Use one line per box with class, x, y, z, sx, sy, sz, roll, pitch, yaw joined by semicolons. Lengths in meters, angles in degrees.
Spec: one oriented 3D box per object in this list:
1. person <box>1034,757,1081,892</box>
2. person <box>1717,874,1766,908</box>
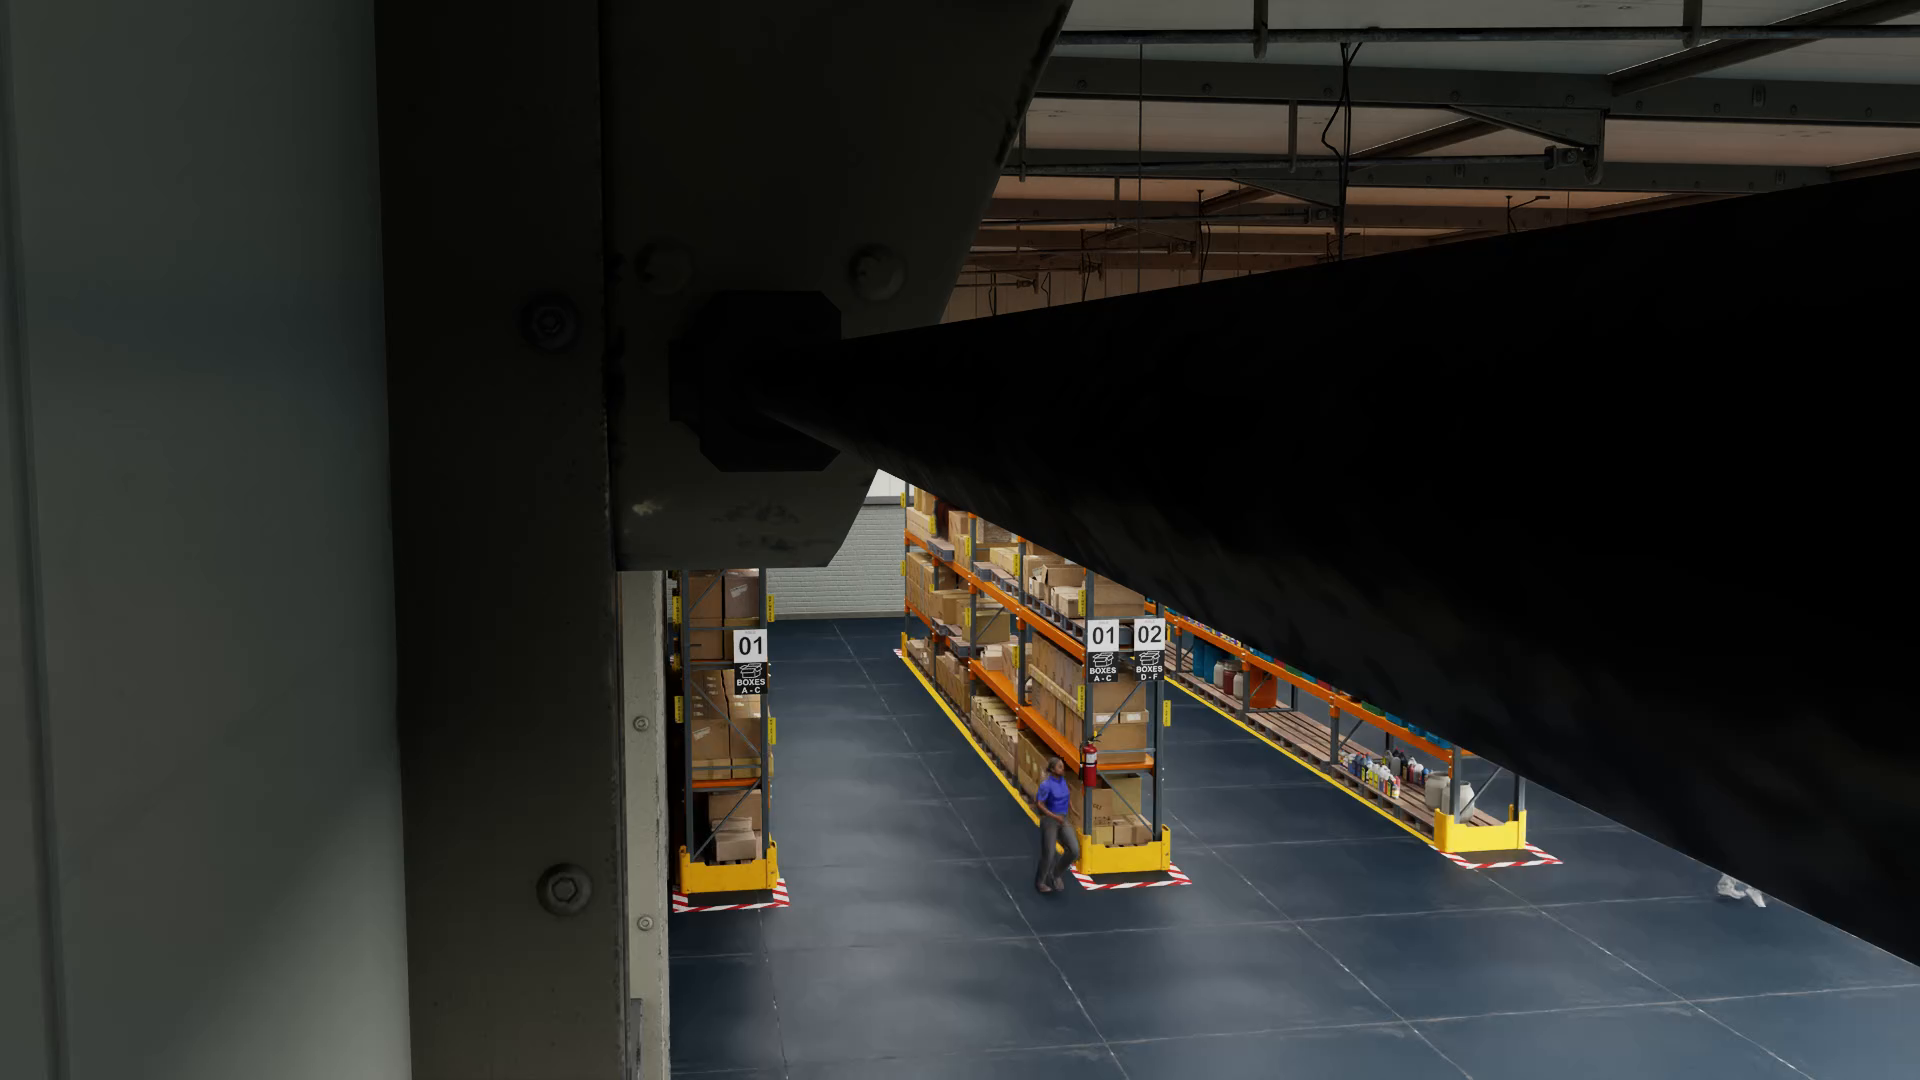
person;1.201;3.450;20.089;0.643;1.641;0.522;-5;8;-41
person;9.387;3.433;19.653;0.742;1.820;0.627;2;6;23
